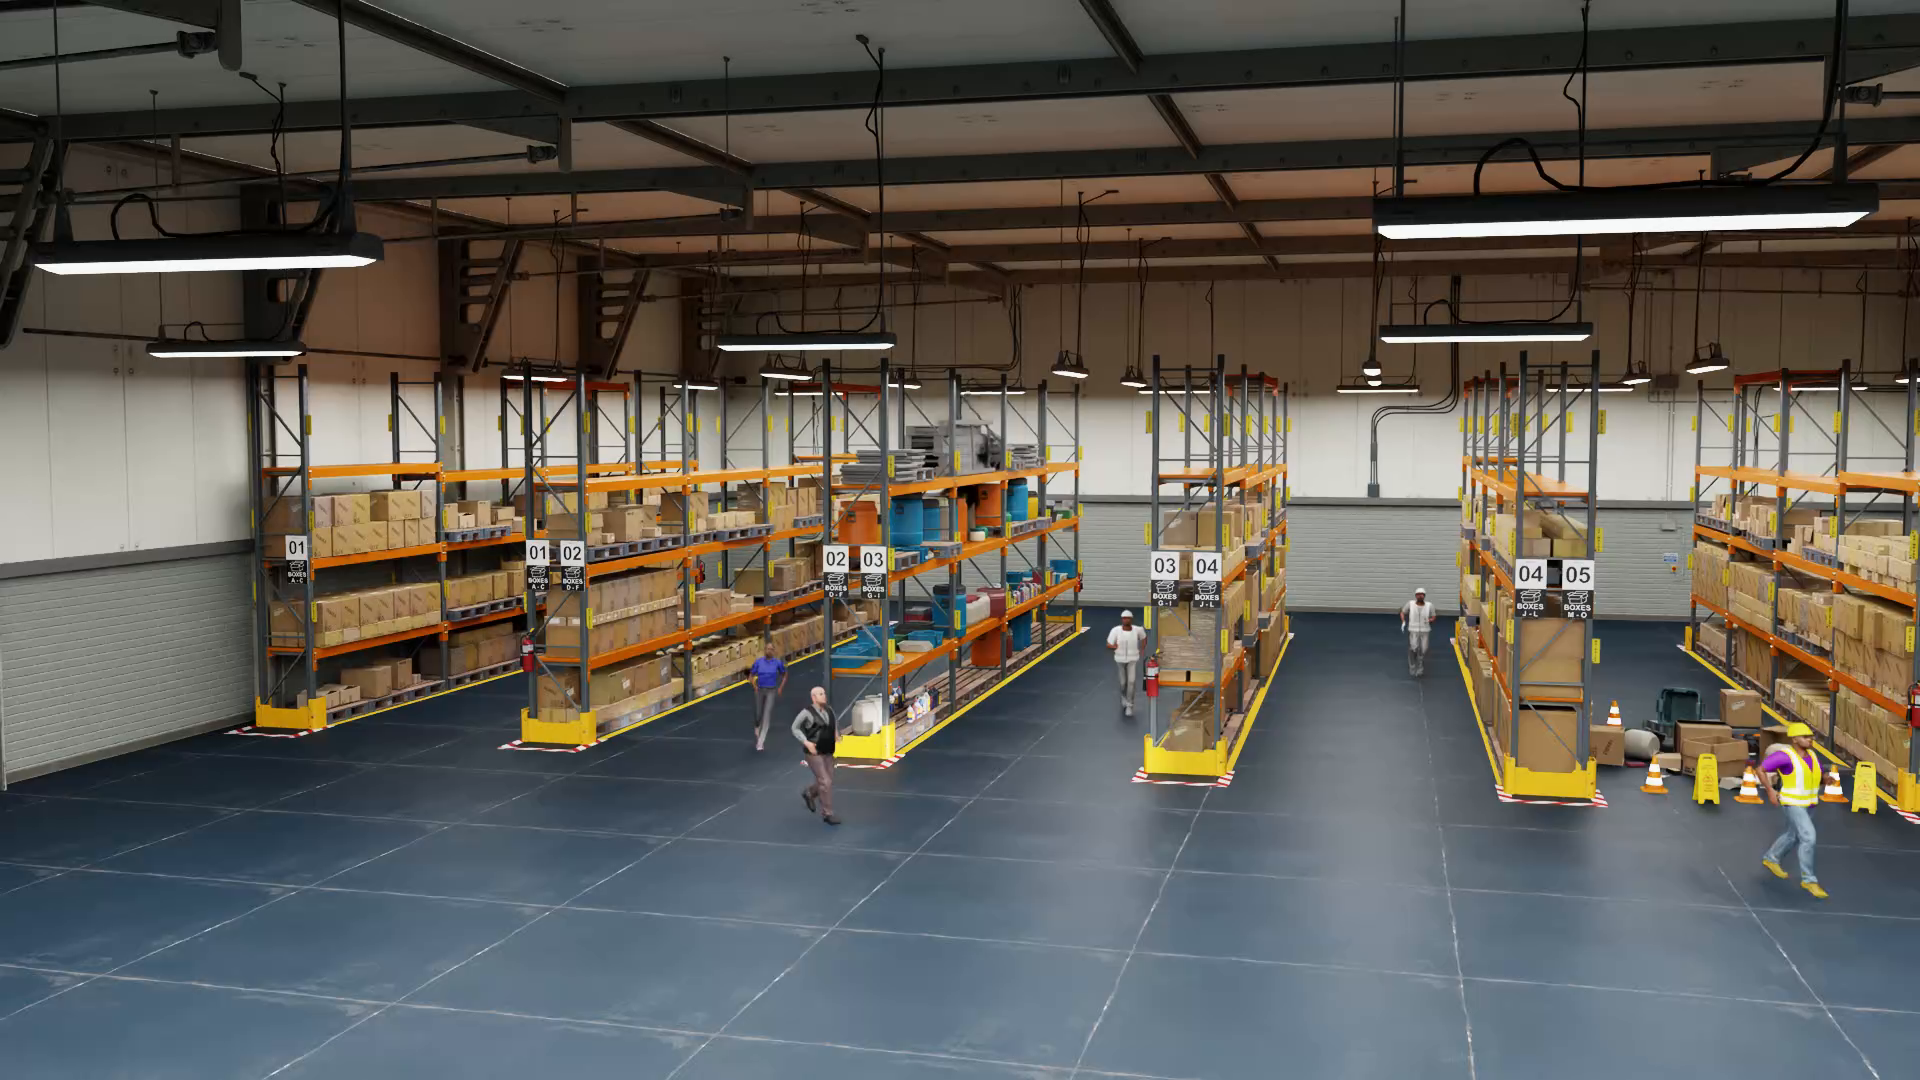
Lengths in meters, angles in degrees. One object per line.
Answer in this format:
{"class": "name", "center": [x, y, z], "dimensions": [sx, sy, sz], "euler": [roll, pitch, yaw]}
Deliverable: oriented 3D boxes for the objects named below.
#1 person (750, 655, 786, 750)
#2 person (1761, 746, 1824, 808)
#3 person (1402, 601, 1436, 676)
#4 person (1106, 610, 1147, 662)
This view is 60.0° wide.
{"class": "person", "center": [-2.997, 2.514, 25.998], "dimensions": [0.568, 1.439, 0.739], "euler": [0, 4, -4]}
{"class": "person", "center": [9.014, 2.539, 17.935], "dimensions": [0.656, 0.634, 0.461], "euler": [-2, 5, -29]}
{"class": "person", "center": [9.140, 1.966, 33.081], "dimensions": [0.633, 1.495, 0.617], "euler": [1, 4, 9]}
{"class": "person", "center": [2.885, 1.665, 28.809], "dimensions": [0.695, 0.888, 0.649], "euler": [1, 4, 8]}
